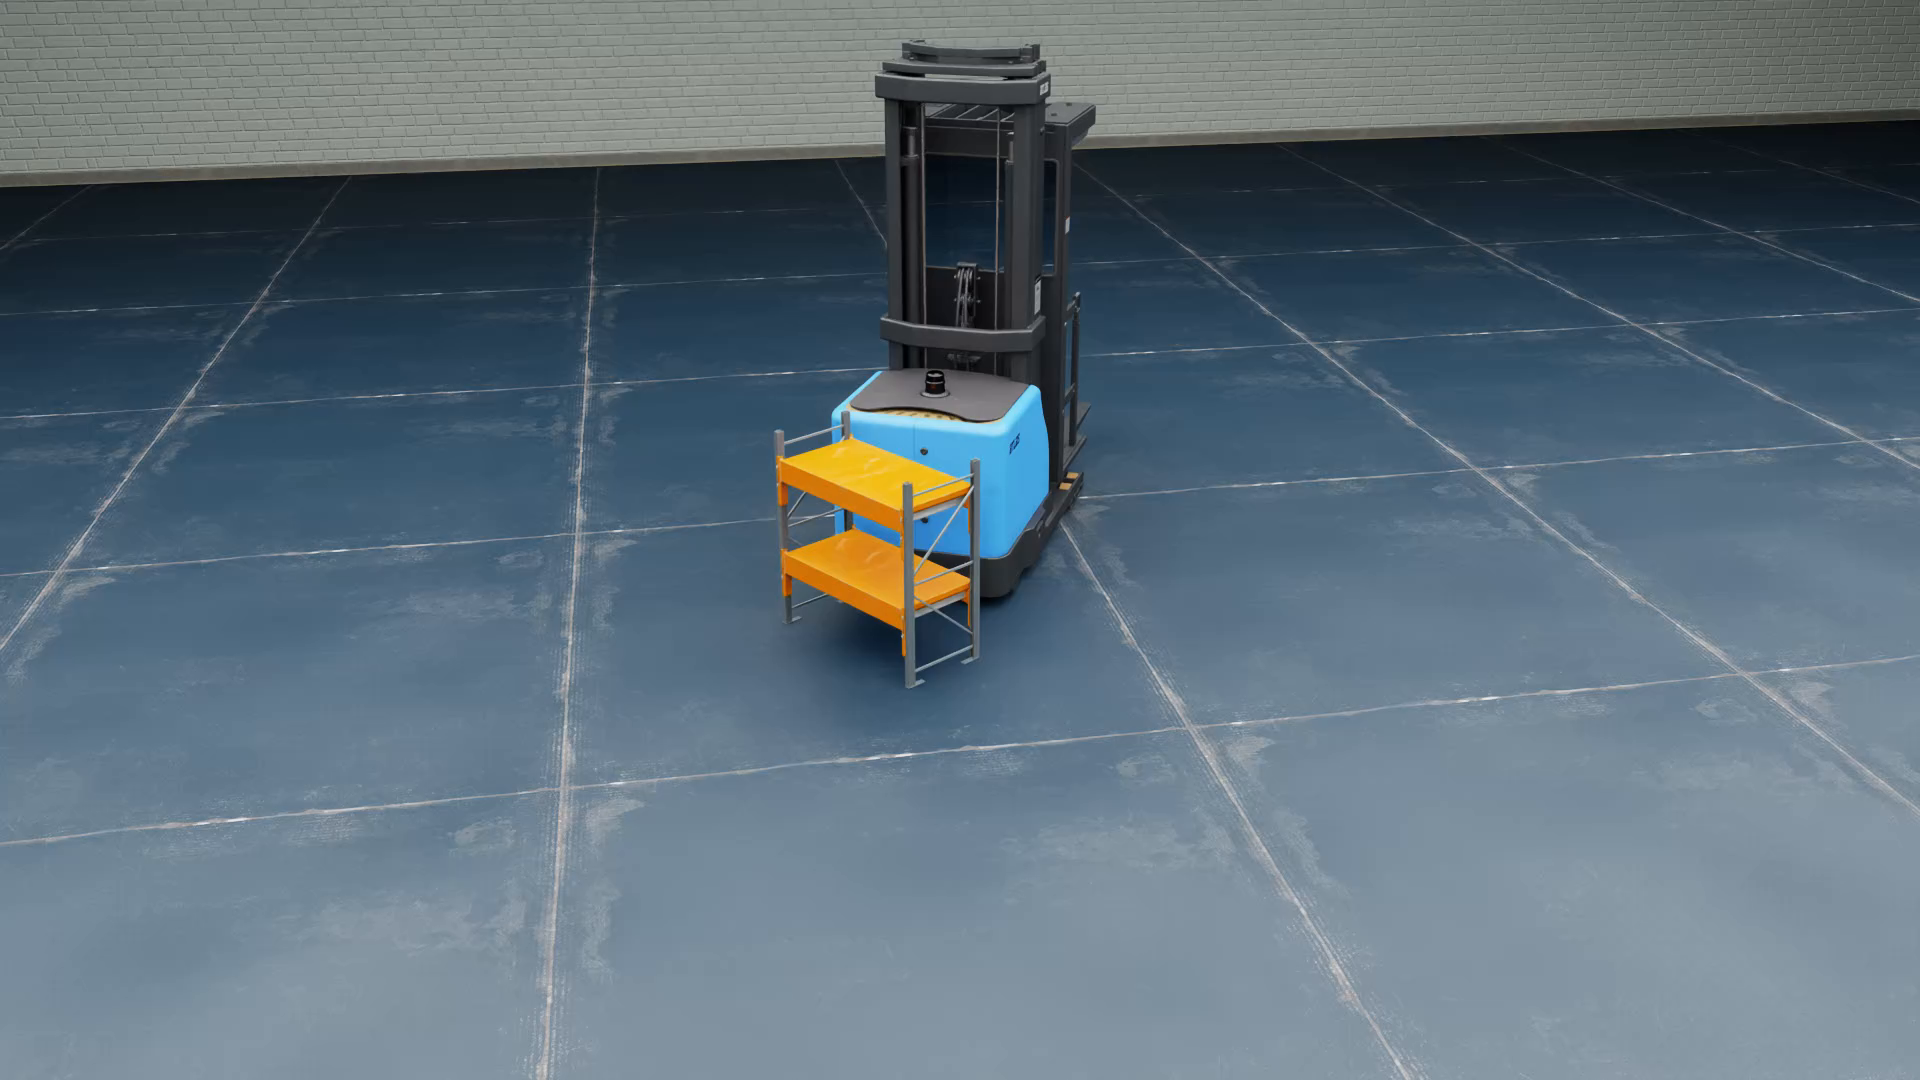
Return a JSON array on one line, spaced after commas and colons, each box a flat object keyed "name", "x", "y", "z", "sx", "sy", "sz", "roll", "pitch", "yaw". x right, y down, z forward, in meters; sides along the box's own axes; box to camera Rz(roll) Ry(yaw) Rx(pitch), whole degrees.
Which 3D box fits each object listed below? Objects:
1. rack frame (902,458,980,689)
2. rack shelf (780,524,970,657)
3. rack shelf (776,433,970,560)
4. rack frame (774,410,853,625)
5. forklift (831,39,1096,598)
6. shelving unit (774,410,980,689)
[{"name": "rack frame", "x": -0.089, "y": 0.175, "z": 8.444, "sx": 0.500, "sy": 1.125, "sz": 0.032, "roll": -21, "pitch": 31, "yaw": -39}, {"name": "rack shelf", "x": -0.439, "y": 0.251, "z": 8.880, "sx": 0.538, "sy": 0.278, "sz": 1.000, "roll": -21, "pitch": 31, "yaw": -39}, {"name": "rack shelf", "x": -0.439, "y": -0.241, "z": 8.665, "sx": 0.538, "sy": 0.278, "sz": 1.000, "roll": -21, "pitch": 31, "yaw": -39}, {"name": "rack frame", "x": -0.788, "y": -0.120, "z": 9.120, "sx": 0.500, "sy": 1.125, "sz": 0.032, "roll": -21, "pitch": 31, "yaw": -39}, {"name": "forklift", "x": 0.180, "y": -1.583, "z": 10.214, "sx": 1.130, "sy": 2.935, "sz": 3.031, "roll": 7, "pitch": 25, "yaw": 15}, {"name": "shelving unit", "x": -0.439, "y": 0.027, "z": 8.782, "sx": 0.538, "sy": 1.125, "sz": 1.048, "roll": -21, "pitch": 31, "yaw": -39}]
